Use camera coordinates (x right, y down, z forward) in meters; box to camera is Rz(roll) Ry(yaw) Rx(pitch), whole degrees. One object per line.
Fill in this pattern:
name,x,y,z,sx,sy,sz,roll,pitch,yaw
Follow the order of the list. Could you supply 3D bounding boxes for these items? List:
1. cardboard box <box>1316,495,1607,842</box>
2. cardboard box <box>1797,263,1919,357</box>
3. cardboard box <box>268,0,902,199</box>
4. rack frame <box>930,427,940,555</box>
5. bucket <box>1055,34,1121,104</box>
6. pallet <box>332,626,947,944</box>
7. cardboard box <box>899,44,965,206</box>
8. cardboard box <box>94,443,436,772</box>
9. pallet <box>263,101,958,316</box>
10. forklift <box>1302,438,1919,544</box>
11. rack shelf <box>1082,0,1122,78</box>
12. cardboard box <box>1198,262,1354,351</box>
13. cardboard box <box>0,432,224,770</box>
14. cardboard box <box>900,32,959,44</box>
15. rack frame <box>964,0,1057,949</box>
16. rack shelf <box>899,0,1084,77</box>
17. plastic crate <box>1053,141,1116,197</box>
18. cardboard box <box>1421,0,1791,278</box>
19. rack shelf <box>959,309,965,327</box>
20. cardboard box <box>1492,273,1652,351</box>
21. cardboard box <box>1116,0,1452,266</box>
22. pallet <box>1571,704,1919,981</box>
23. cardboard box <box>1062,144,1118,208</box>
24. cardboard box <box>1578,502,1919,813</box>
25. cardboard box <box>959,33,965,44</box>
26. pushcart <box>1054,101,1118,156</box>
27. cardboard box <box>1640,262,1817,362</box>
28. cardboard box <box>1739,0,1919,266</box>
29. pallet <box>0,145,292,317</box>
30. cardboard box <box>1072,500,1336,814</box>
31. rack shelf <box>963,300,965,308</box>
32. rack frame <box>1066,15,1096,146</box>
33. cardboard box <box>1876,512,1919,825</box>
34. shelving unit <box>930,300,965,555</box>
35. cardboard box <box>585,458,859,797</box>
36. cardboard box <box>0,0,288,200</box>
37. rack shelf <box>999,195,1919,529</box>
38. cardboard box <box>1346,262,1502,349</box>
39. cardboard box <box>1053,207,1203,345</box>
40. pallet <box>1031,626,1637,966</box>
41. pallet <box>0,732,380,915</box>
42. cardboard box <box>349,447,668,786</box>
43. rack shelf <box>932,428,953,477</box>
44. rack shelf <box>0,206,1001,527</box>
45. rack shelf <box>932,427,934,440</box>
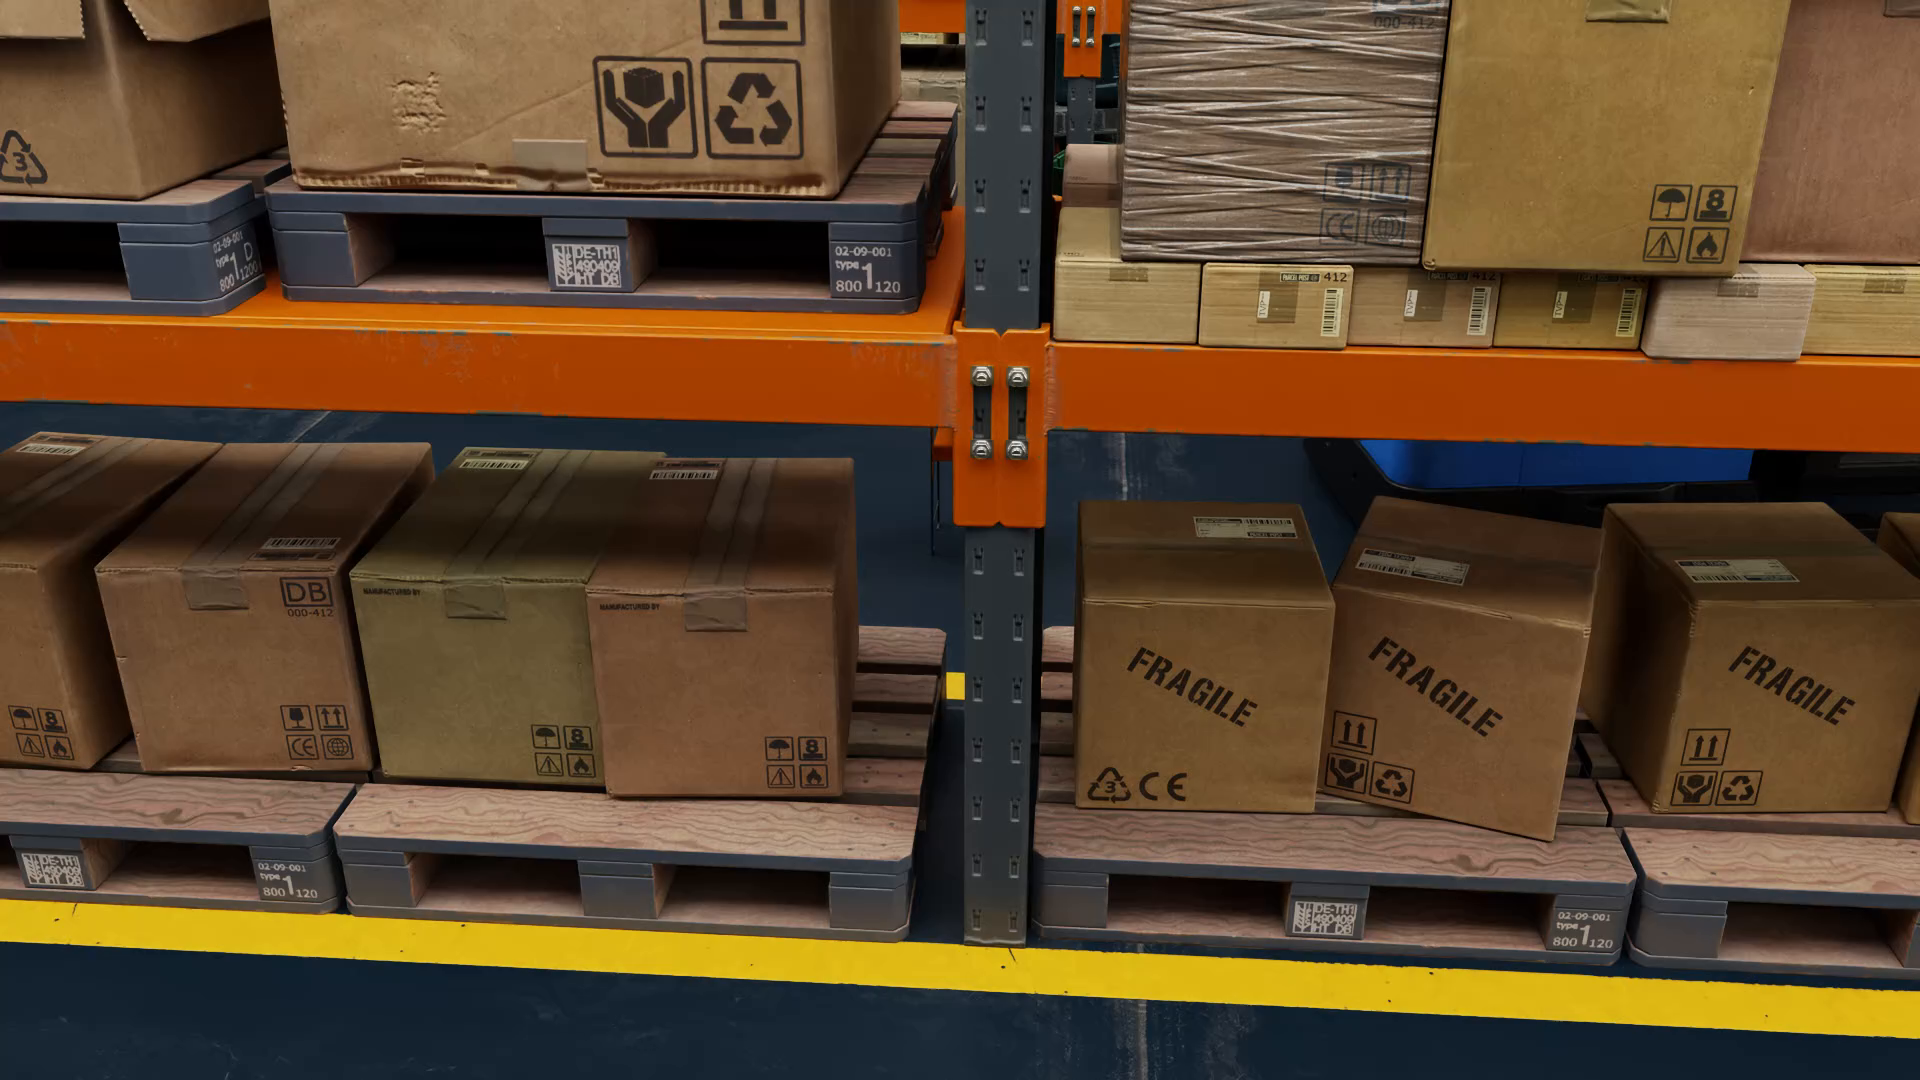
cardboard box,1.077,0.258,3.589,0.500,0.500,0.500,10,27,21
cardboard box,1.549,-0.455,2.952,0.250,0.149,0.380,2,25,4
cardboard box,-0.672,-1.279,3.220,1.000,1.000,1.000,2,25,4
rack frame,-0.077,-0.548,5.005,0.006,1.200,0.240,2,25,4
bucket,0.902,-2.956,10.182,0.620,0.611,0.726,1,23,26
pallet,-0.667,0.511,3.887,1.213,0.211,1.003,2,25,4
cardboard box,-0.036,-1.947,8.081,0.750,0.750,1.050,2,25,4
cardboard box,-1.533,0.135,3.833,0.500,0.500,0.700,0,25,-1
pallet,-0.642,-0.729,3.476,1.213,0.211,1.003,2,25,4
forklift,2.730,-1.451,4.898,3.031,2.935,1.130,-2,25,-4
rack shelf,2.584,-2.405,7.748,4.000,0.370,1.077,2,25,4
cardboard box,0.549,-0.472,2.987,0.250,0.149,0.380,2,25,4
cardboard box,-2.090,0.117,3.871,0.500,0.500,0.700,4,25,8
cardboard box,-0.372,-3.896,12.770,0.625,0.372,0.950,3,25,7
rack frame,0.109,-0.732,3.251,0.127,3.000,1.000,2,25,4
rack shelf,-1.404,-2.533,8.026,4.000,0.370,1.077,2,25,4
plastic crate,0.863,-2.085,9.487,0.662,0.188,0.450,16,39,31
cardboard box,1.049,-0.841,3.014,0.500,0.500,0.875,2,25,4
rack shelf,0.014,-0.613,4.967,0.180,0.103,0.258,2,25,4
cardboard box,1.050,-0.471,2.986,0.250,0.149,0.380,2,25,4
cardboard box,0.553,-0.872,3.081,0.500,0.500,0.875,2,25,4
pallet,2.001,0.580,3.737,1.213,0.211,1.003,2,25,4
cardboard box,0.346,-0.733,3.555,0.250,0.149,0.380,2,25,4
cardboard box,1.702,0.245,3.617,0.500,0.500,0.500,0,25,-1
cardboard box,0.345,-3.875,12.723,0.625,0.372,0.950,2,25,5
pushcart,0.743,-2.719,10.707,0.936,0.377,1.648,-7,26,-14
cardboard box,1.296,-0.446,2.932,0.250,0.149,0.380,2,25,4
cardboard box,1.555,-0.867,3.071,0.500,0.500,0.875,2,25,4
pallet,-1.902,-0.726,3.469,1.213,0.211,1.003,2,25,4
cardboard box,0.505,0.243,3.622,0.500,0.500,0.500,1,25,2
rack shelf,0.014,-0.722,4.916,0.180,0.103,0.258,2,25,4
rack frame,0.590,-2.796,7.737,0.127,3.000,1.000,2,25,4
cardboard box,2.255,0.282,3.538,0.500,0.500,0.500,4,25,9
shelving unit,0.014,-0.545,4.998,0.189,1.200,0.258,2,25,4
cardboard box,-0.501,0.176,3.744,0.500,0.500,0.700,0,25,0
cardboard box,-1.626,-0.986,3.179,0.637,0.503,0.797,4,25,9
rack shelf,2.103,-0.341,3.263,4.000,0.370,1.077,2,25,4
cardboard box,0.800,-0.475,2.995,0.250,0.149,0.380,2,25,4
cardboard box,0.301,-0.485,3.016,0.250,0.149,0.380,2,25,4
pallet,0.782,0.542,3.820,1.213,0.211,1.003,2,25,4
pallet,-1.887,0.473,3.970,1.213,0.211,1.003,2,25,4
cardboard box,-0.975,0.152,3.794,0.500,0.500,0.700,2,25,4
rack shelf,0.014,-0.286,5.117,0.180,0.103,0.258,2,25,4
rack shelf,-1.885,-0.469,3.541,4.000,0.370,1.077,2,25,4
rack shelf,0.014,-0.395,5.067,0.180,0.103,0.258,2,25,4
